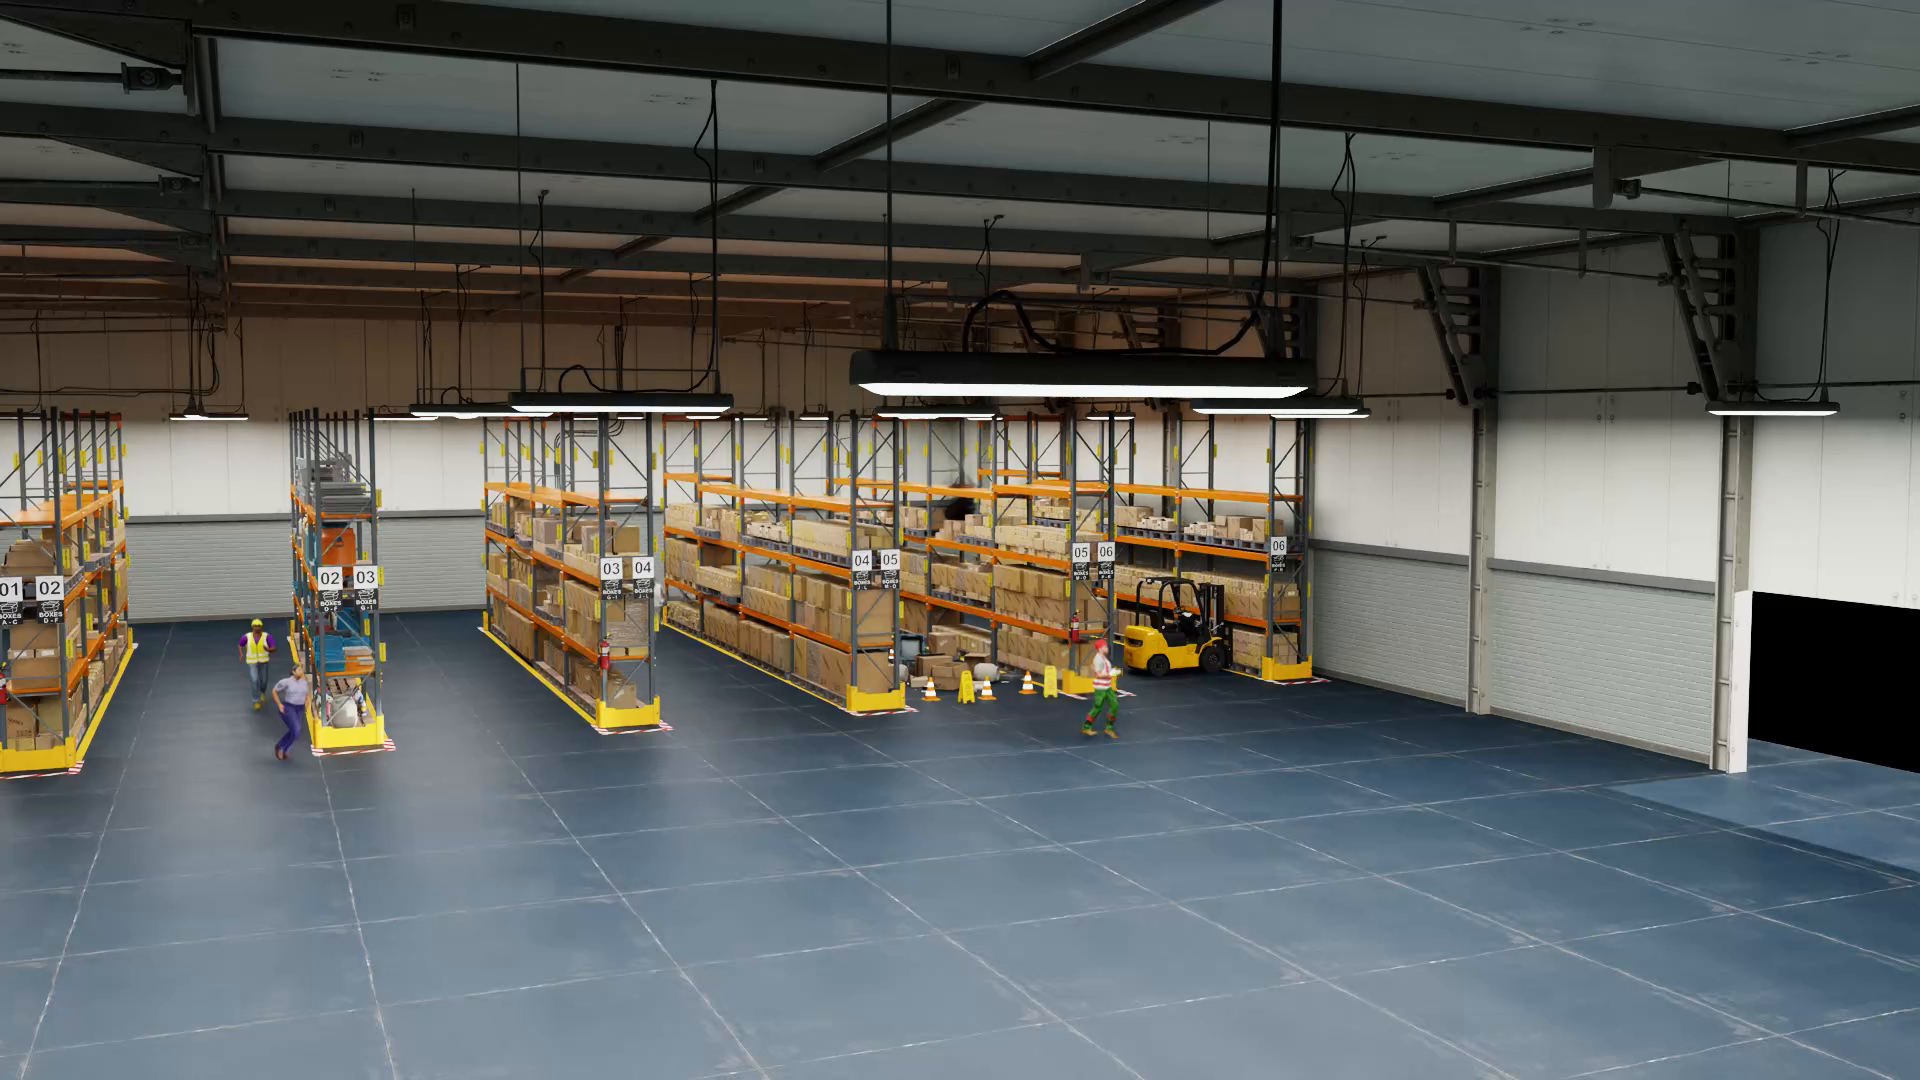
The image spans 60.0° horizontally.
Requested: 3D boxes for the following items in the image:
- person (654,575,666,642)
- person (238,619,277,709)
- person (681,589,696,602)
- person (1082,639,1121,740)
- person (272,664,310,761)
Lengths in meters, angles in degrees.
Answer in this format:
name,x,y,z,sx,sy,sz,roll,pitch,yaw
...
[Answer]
name,x,y,z,sx,sy,sz,roll,pitch,yaw
person,-8.085,1.779,43.918,0.674,1.767,0.710,-1,4,-17
person,-14.126,2.468,33.459,0.700,1.754,0.989,-2,4,-27
person,-7.978,1.415,49.495,0.677,1.691,0.883,0,4,-5
person,2.578,2.716,30.135,0.753,1.839,0.637,2,4,21
person,-11.367,3.025,28.407,0.534,1.408,0.669,2,4,26
